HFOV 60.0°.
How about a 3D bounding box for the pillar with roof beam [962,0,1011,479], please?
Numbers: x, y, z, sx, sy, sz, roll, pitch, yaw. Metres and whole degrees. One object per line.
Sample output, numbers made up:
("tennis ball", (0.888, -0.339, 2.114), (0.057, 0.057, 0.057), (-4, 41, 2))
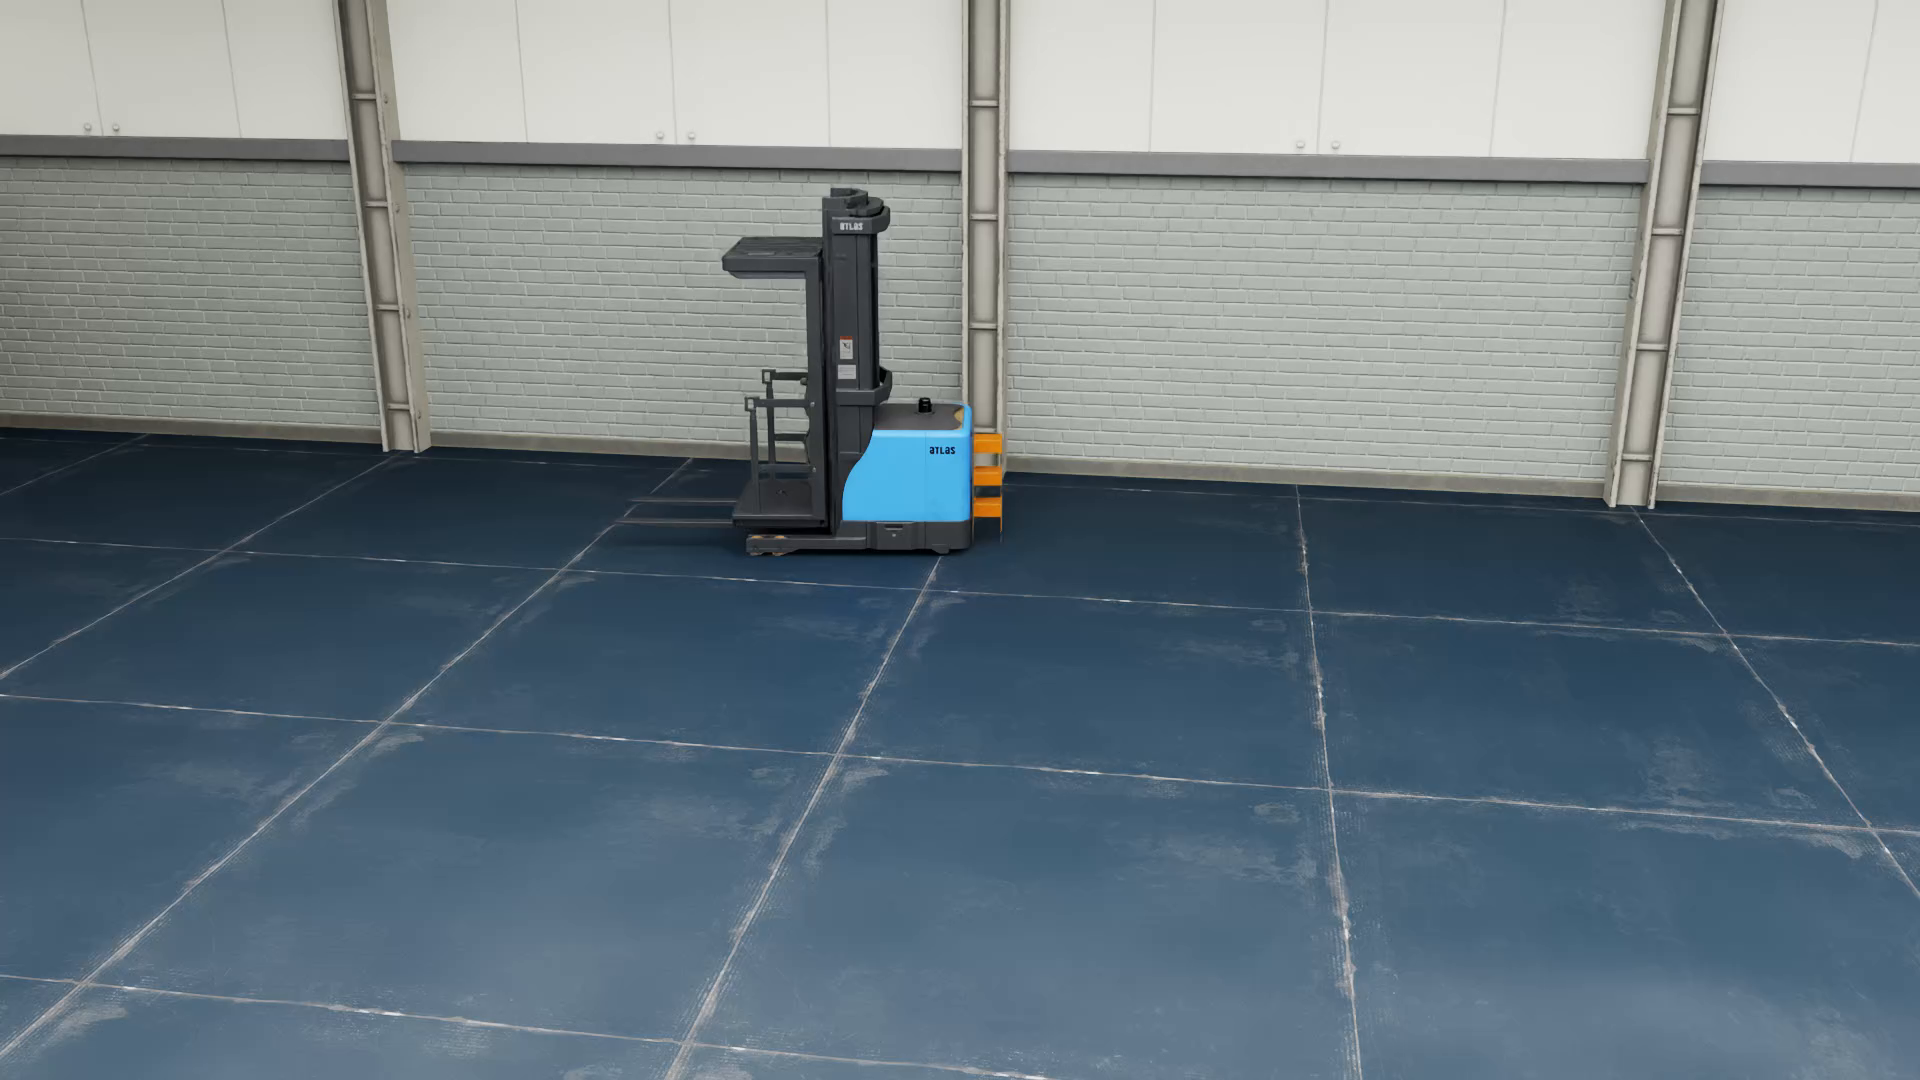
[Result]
("pillar with roof beam", (-0.447, -3.564, 10.772), (0.400, 9.000, 9.100), (3, 19, 9))

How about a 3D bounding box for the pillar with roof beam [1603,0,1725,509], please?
("pillar with roof beam", (5.477, -3.262, 9.870), (0.400, 9.000, 9.100), (3, 19, 9))

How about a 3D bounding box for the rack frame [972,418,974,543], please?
("rack frame", (0.113, -0.503, 14.152), (0.008, 1.050, 0.200), (0, 19, 1))

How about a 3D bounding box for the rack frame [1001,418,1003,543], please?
("rack frame", (0.357, -0.501, 14.146), (0.008, 1.050, 0.200), (0, 19, 1))

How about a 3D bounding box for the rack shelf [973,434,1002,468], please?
("rack shelf", (0.235, -0.761, 14.063), (0.240, 0.259, 0.215), (0, 19, 1))

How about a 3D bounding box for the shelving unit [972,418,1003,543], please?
("shelving unit", (0.235, -0.502, 14.149), (0.252, 1.050, 0.215), (0, 19, 1))

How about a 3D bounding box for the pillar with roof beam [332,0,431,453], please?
("pillar with roof beam", (-6.371, -3.866, 11.675), (0.400, 9.000, 9.100), (3, 19, 9))

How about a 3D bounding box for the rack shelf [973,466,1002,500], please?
("rack shelf", (0.235, -0.492, 14.153), (0.240, 0.259, 0.215), (0, 19, 1))

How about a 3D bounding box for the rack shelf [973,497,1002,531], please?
("rack shelf", (0.235, -0.229, 14.241), (0.240, 0.259, 0.215), (0, 19, 1))

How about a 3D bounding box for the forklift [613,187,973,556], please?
("forklift", (-1.411, -1.424, 13.940), (3.031, 2.935, 1.130), (0, 19, 1))
